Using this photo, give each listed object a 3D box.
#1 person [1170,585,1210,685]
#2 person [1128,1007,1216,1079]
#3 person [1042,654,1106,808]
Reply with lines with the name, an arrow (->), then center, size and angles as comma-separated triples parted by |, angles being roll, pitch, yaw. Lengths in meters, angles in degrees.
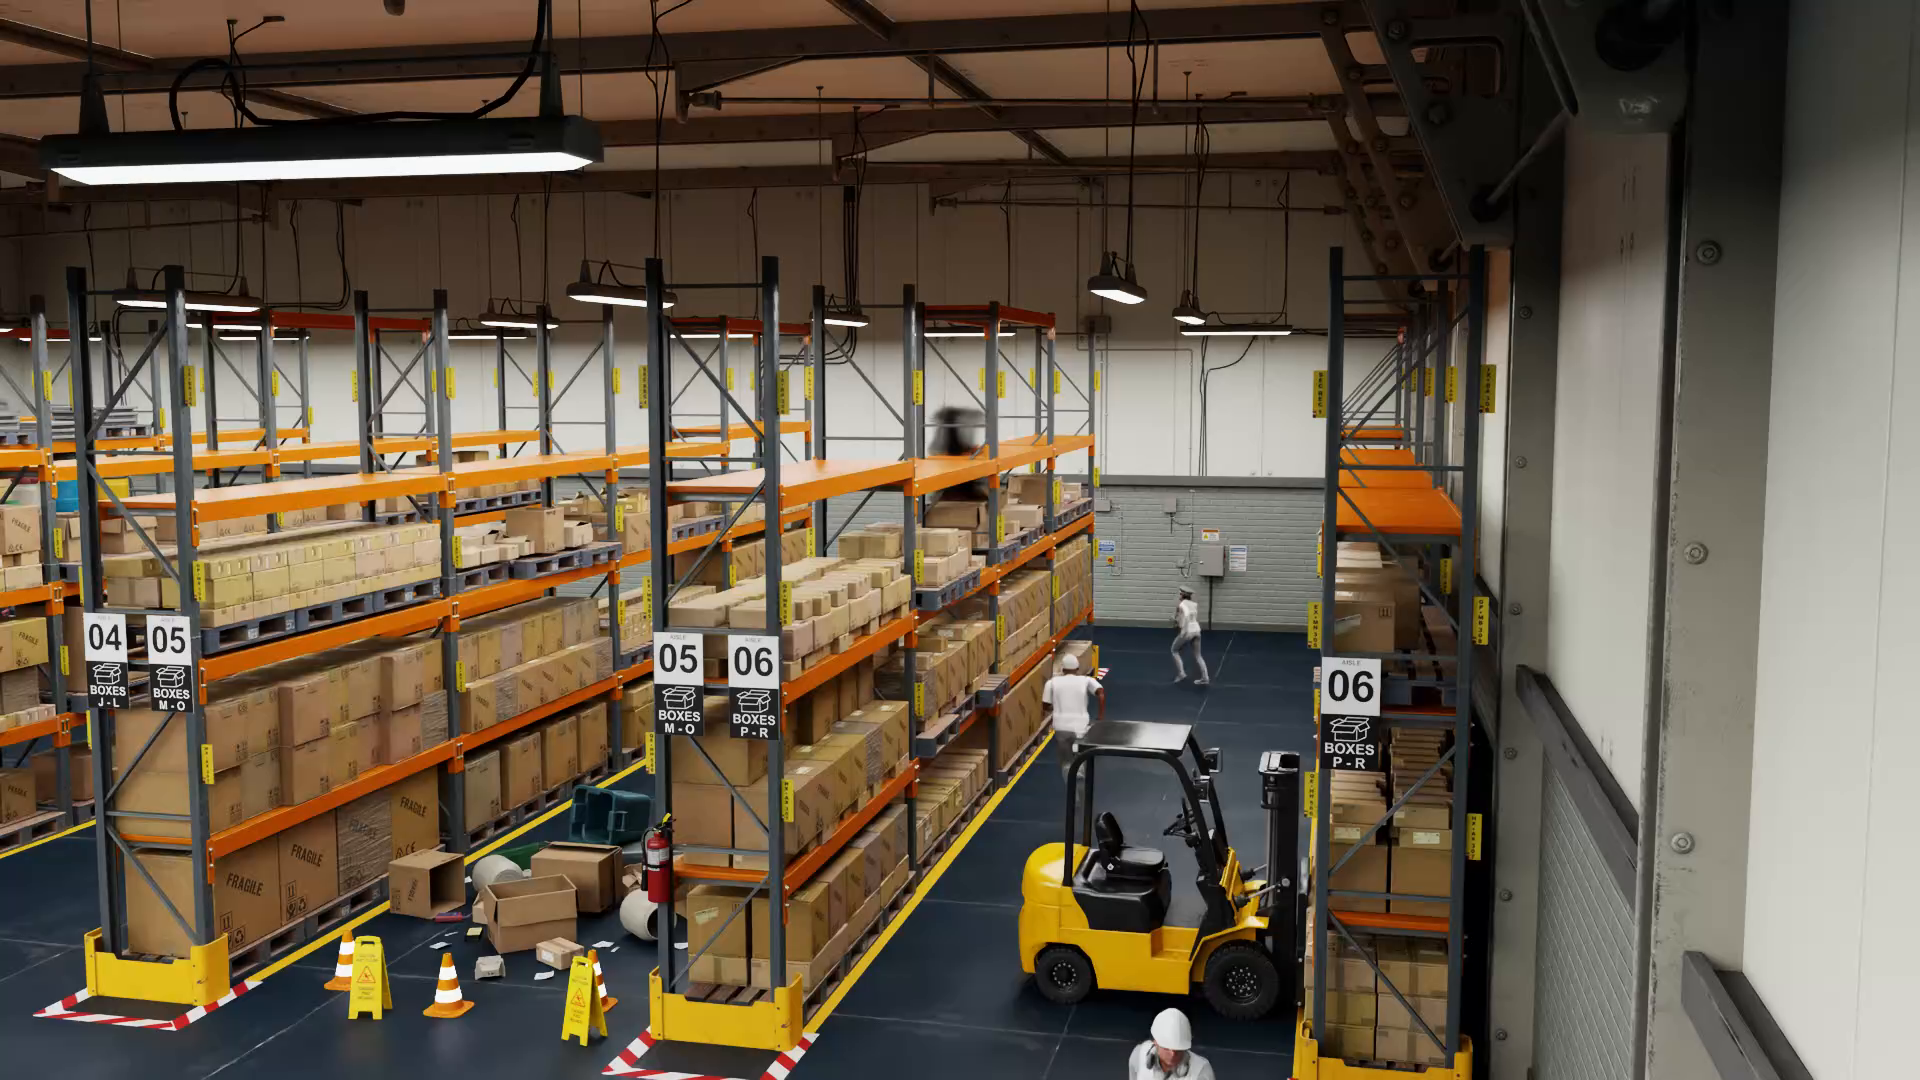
person -> 3.791, 1.579, 27.438 | 0.530, 1.632, 0.897 | -4, 7, -33
person -> 1.190, 3.375, 9.283 | 0.632, 1.681, 0.681 | 3, 6, 25
person -> 1.281, 2.145, 18.894 | 0.693, 1.674, 0.770 | 0, 6, -3
